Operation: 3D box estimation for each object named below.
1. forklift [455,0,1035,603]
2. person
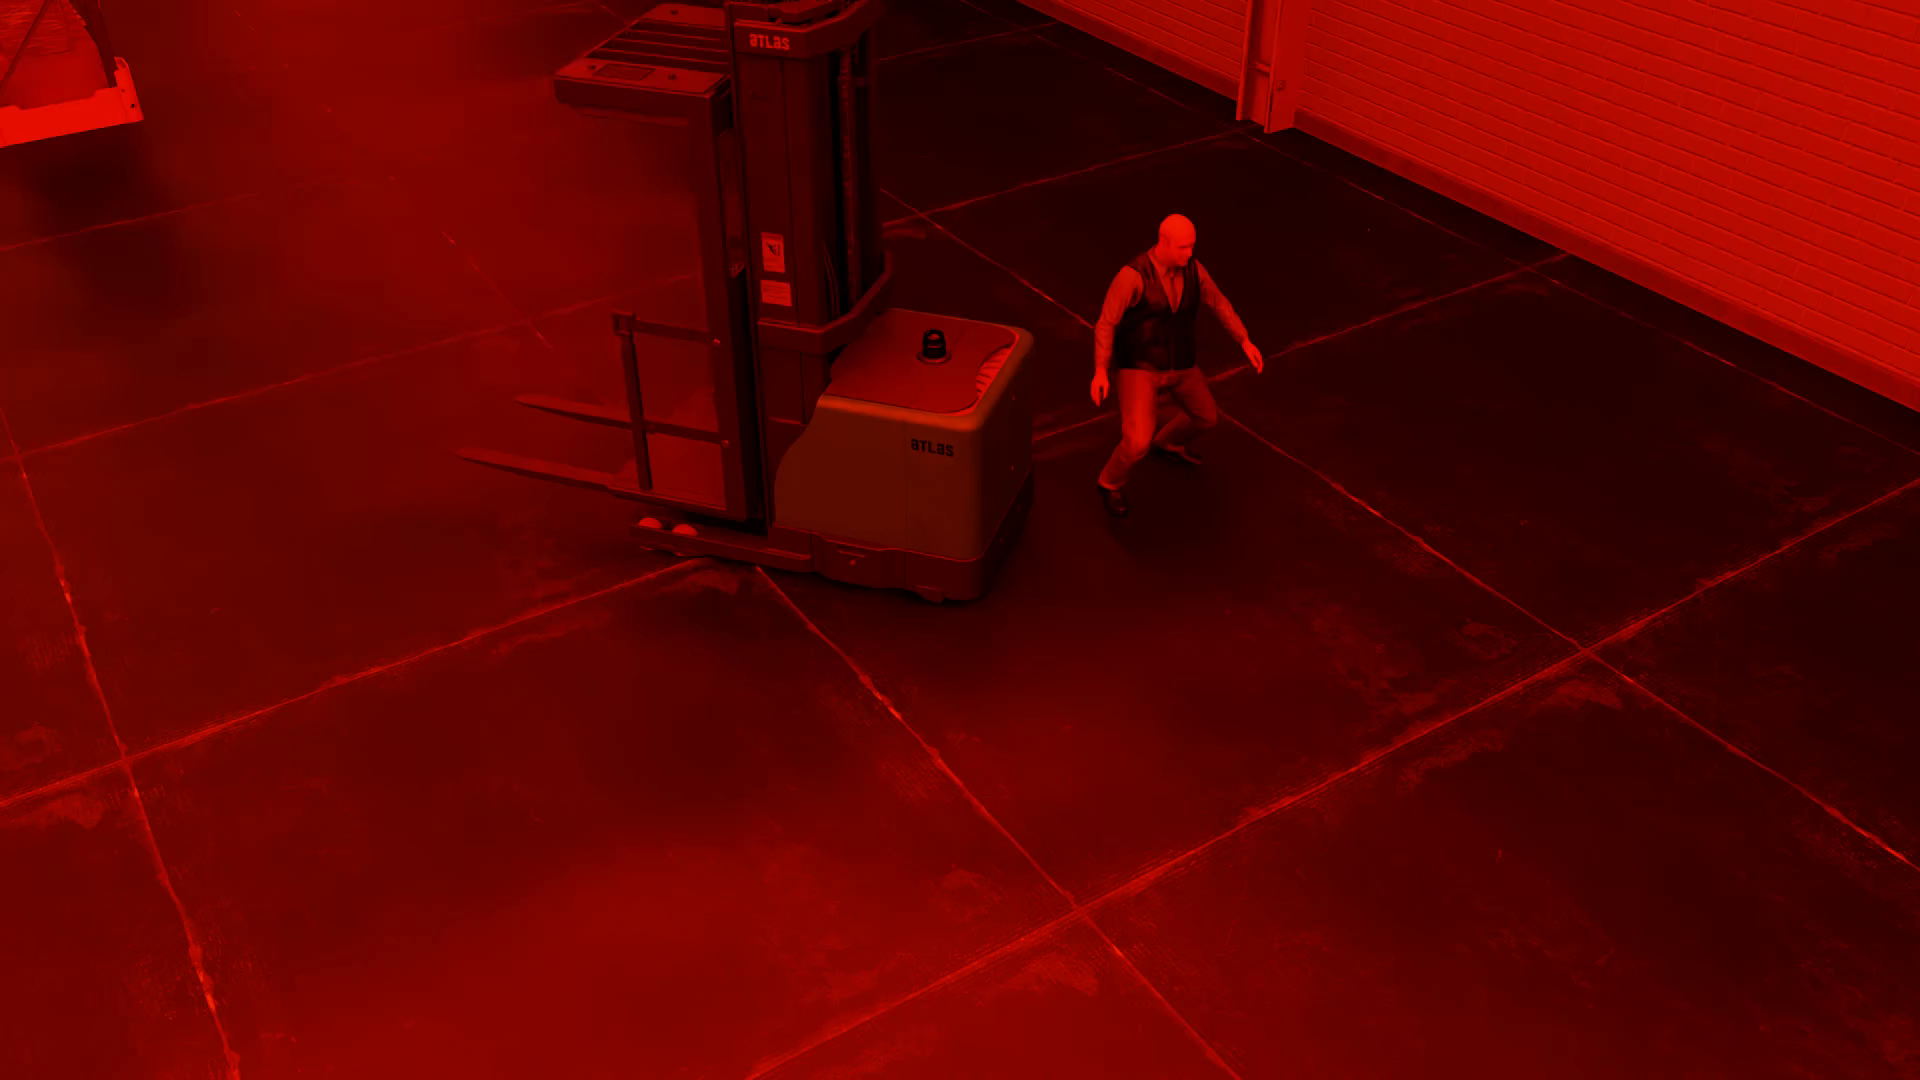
[{"bbox_3d":[-1.184,-1.387,8.122,3.031,2.935,1.130,11,37,15],"label":"forklift"},{"bbox_3d":[1.083,-0.926,8.662,0.938,1.596,0.675,-15,38,-21],"label":"person"}]
